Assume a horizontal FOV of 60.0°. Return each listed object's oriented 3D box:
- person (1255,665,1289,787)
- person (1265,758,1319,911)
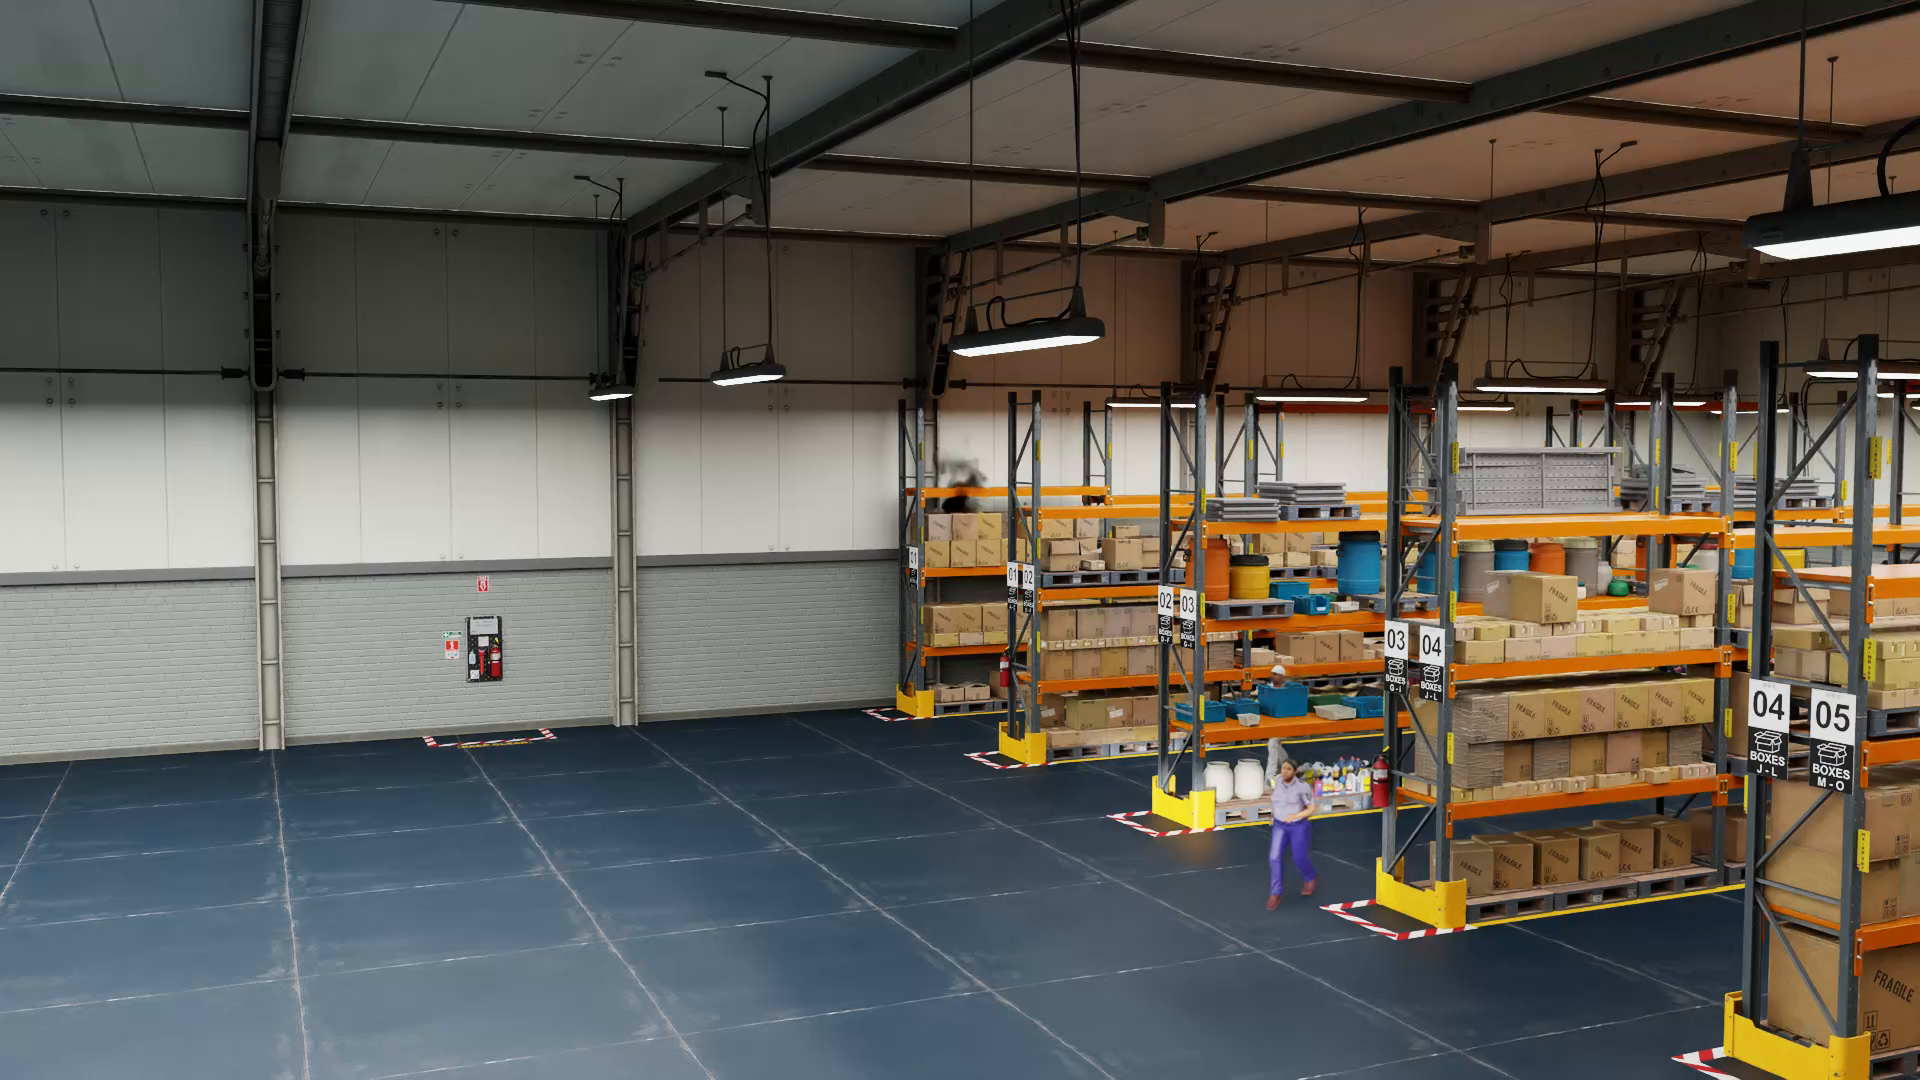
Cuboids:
[{"bbox_3d":[4.755,2.789,24.982,0.824,1.823,0.664,-2,4,-30],"label":"person"},{"bbox_3d":[3.735,3.253,18.652,0.571,1.656,0.932,2,4,36],"label":"person"}]
